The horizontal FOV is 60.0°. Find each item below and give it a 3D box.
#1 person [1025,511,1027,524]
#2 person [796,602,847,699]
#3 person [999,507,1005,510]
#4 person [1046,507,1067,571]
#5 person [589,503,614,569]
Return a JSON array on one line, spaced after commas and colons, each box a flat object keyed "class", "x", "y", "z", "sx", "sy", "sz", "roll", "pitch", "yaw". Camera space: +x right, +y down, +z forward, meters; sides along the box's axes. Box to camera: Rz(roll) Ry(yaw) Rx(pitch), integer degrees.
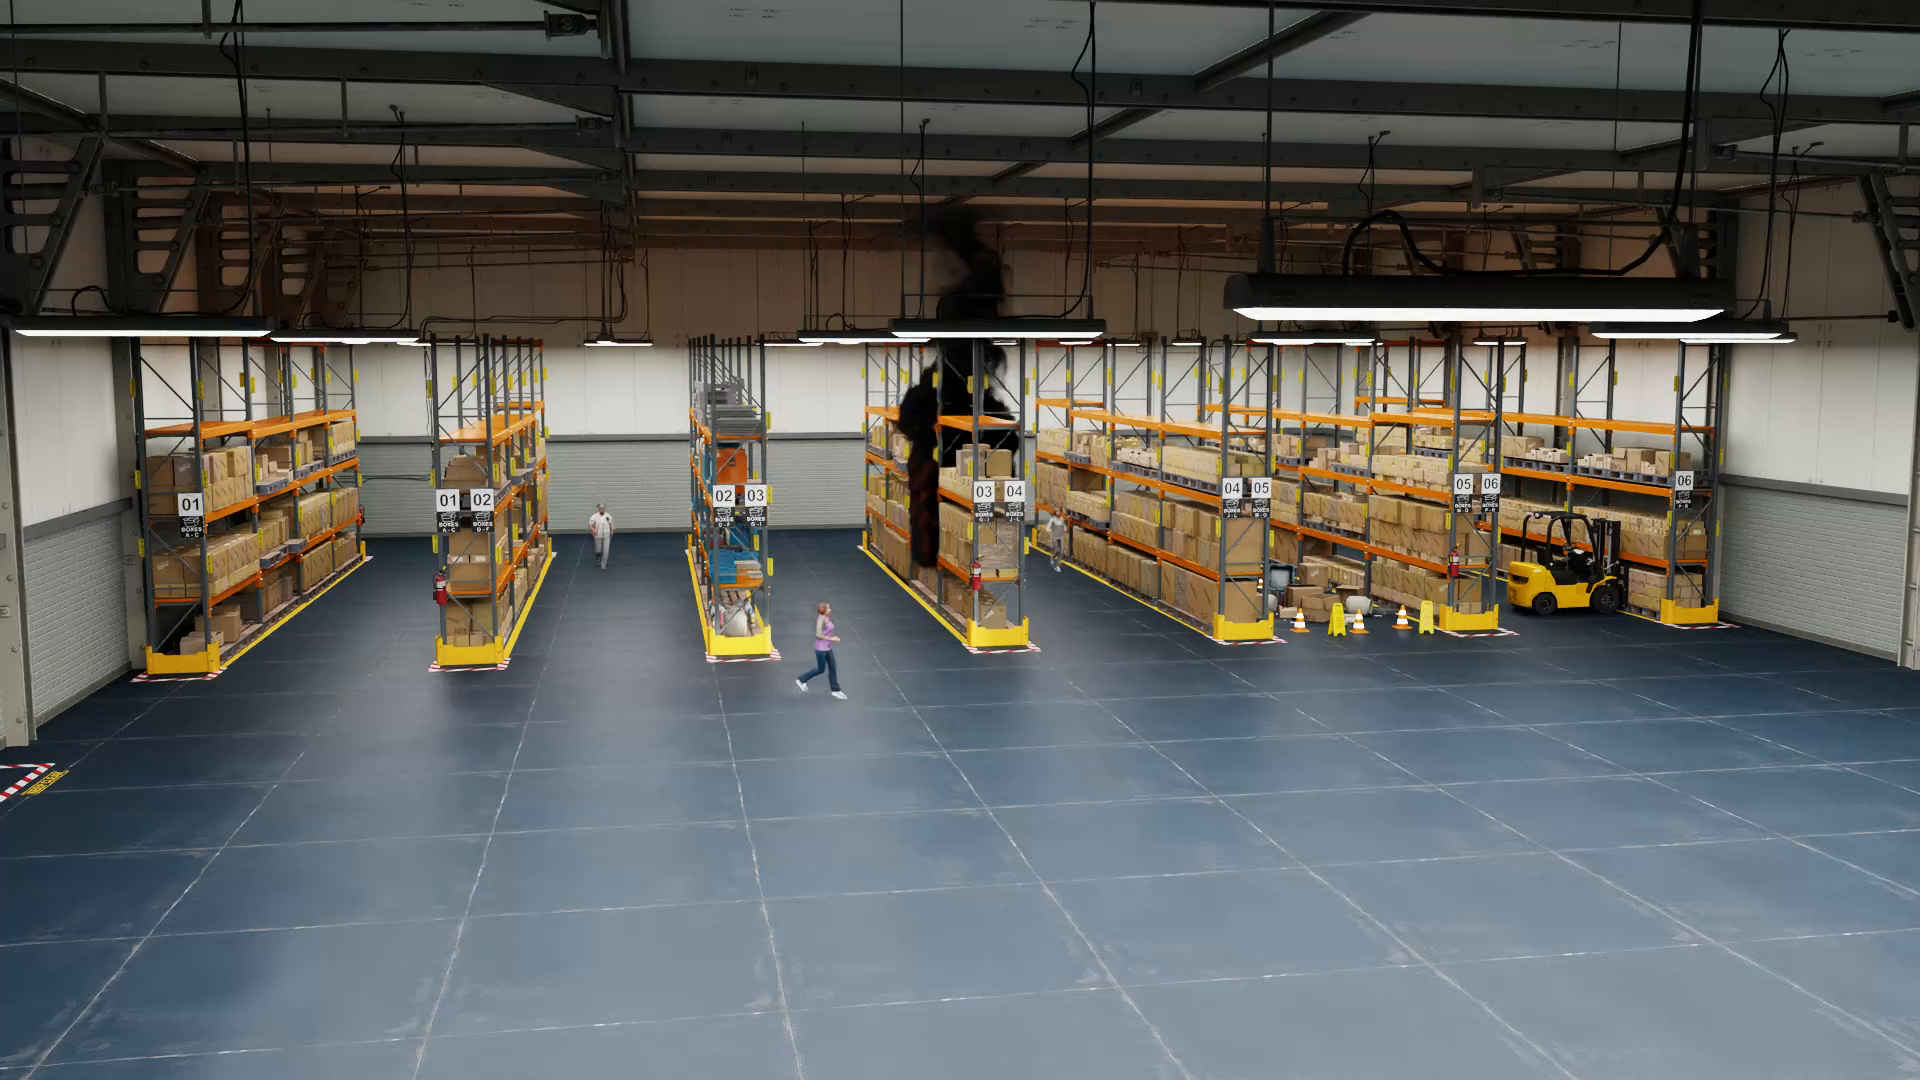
[{"class": "person", "x": 1.500, "y": -0.348, "z": 45.546, "sx": 0.647, "sy": 1.739, "sz": 0.967, "roll": -1, "pitch": 7, "yaw": -7}, {"class": "person", "x": -2.257, "y": 1.807, "z": 27.298, "sx": 0.829, "sy": 1.609, "sz": 0.559, "roll": 1, "pitch": 7, "yaw": 12}, {"class": "person", "x": 1.287, "y": -0.683, "z": 48.828, "sx": 0.584, "sy": 1.673, "sz": 0.824, "roll": 6, "pitch": 9, "yaw": 44}, {"class": "person", "x": 2.397, "y": -0.019, "z": 40.898, "sx": 0.538, "sy": 1.566, "sz": 0.487, "roll": -2, "pitch": 7, "yaw": -20}, {"class": "person", "x": -9.345, "y": -0.113, "z": 43.417, "sx": 0.649, "sy": 1.737, "sz": 0.595, "roll": -3, "pitch": 7, "yaw": -22}]
